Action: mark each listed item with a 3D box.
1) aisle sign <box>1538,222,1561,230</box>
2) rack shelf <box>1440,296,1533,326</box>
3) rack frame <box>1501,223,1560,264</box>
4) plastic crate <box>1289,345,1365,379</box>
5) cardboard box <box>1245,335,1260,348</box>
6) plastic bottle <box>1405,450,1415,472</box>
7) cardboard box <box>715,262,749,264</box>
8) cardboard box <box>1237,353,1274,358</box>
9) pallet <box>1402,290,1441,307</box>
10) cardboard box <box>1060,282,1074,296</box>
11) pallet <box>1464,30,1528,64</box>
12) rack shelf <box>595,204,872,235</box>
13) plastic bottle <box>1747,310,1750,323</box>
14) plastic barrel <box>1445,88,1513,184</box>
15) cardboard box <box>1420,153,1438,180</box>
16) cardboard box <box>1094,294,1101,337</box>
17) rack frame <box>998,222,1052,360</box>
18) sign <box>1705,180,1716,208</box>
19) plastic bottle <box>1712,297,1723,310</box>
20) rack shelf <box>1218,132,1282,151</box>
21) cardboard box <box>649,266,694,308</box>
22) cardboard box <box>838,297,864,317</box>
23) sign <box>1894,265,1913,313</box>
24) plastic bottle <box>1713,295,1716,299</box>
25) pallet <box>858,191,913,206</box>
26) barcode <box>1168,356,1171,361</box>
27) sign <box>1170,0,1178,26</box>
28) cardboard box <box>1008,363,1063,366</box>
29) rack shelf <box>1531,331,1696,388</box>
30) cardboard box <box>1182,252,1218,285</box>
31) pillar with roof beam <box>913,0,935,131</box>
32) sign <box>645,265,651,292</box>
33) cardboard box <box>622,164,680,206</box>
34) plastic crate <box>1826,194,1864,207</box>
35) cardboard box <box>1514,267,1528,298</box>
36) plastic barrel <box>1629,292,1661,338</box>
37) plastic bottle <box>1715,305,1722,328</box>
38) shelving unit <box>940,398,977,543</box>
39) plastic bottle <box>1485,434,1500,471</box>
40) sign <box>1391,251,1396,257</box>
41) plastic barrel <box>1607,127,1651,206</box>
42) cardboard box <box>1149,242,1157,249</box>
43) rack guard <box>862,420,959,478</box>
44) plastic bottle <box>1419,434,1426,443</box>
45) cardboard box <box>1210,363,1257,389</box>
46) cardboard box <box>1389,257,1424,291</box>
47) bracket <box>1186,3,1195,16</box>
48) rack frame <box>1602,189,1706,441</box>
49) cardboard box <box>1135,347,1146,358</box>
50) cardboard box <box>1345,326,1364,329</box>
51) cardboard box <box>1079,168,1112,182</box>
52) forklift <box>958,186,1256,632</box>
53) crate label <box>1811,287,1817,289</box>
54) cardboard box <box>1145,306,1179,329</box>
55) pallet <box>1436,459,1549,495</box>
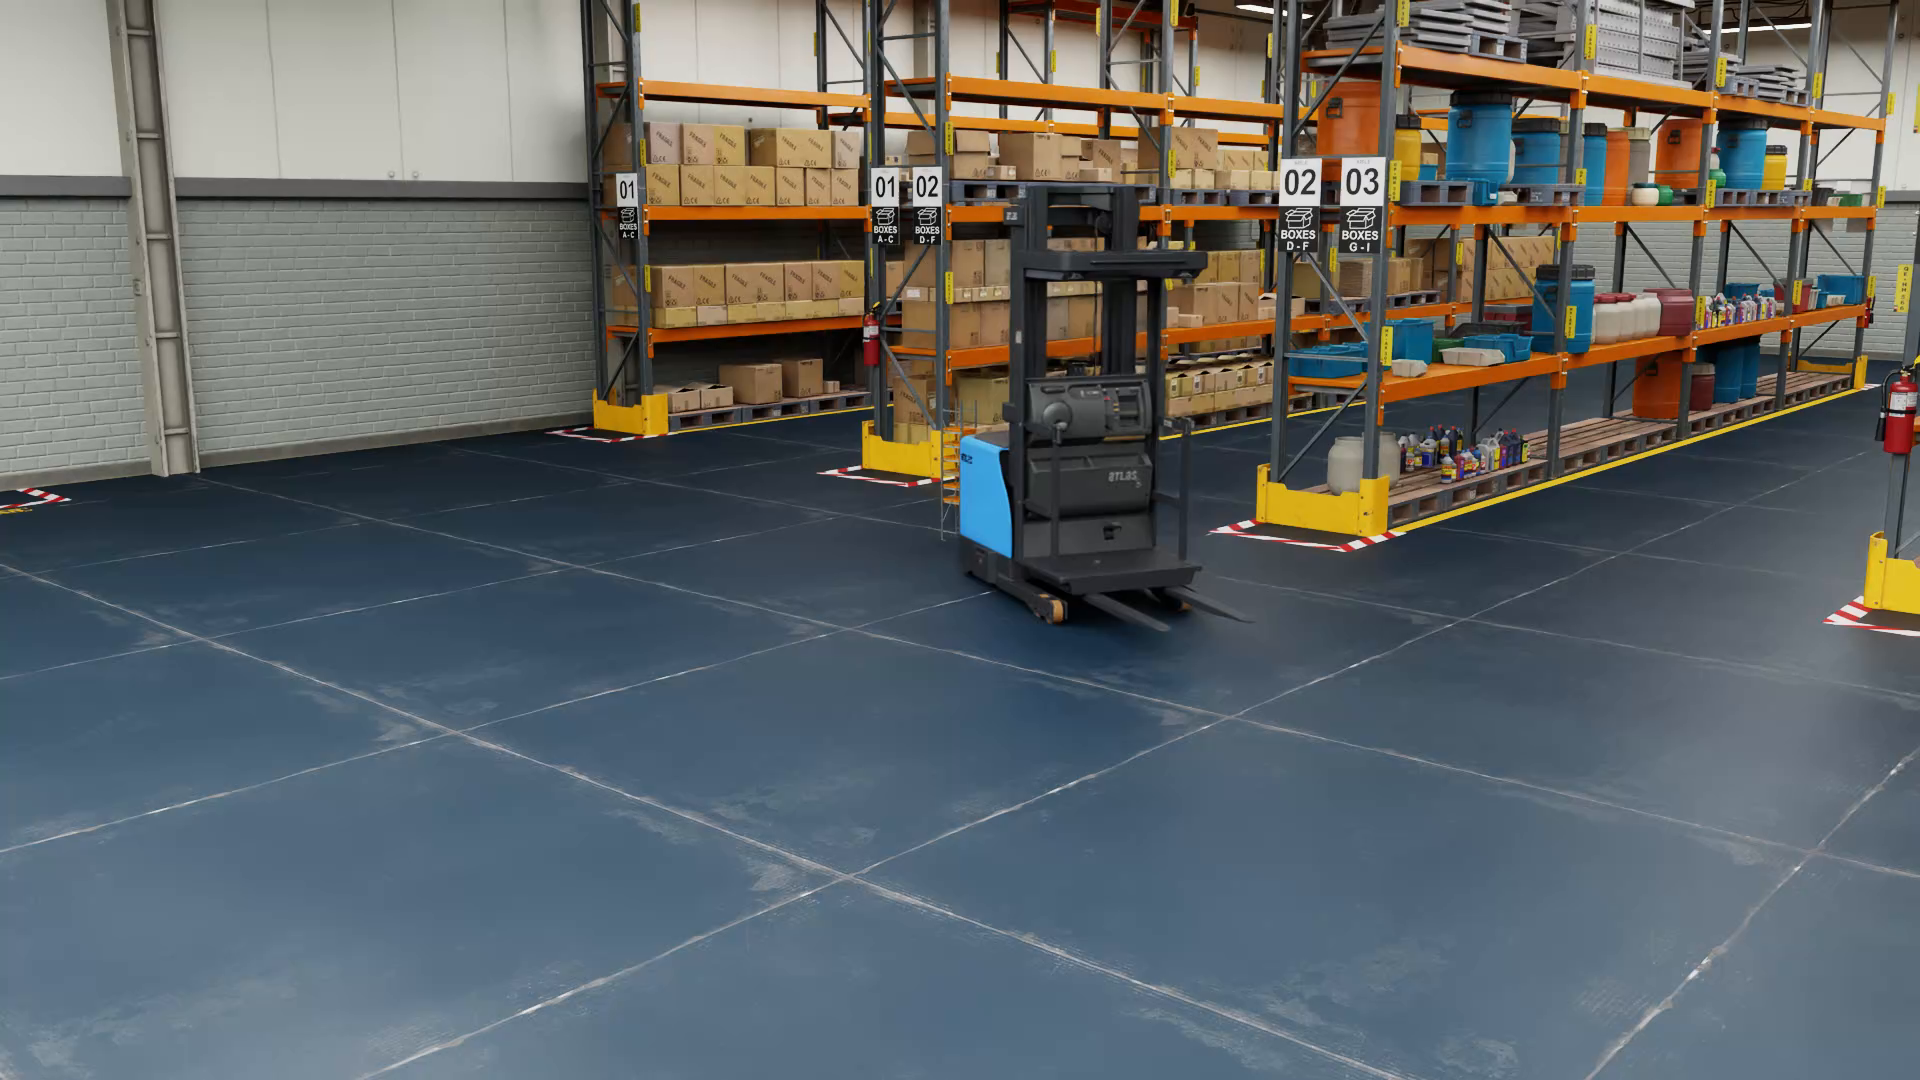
[{"bbox_3d":[10.314,-5.816,29.036,0.394,0.787,0.004,10,15,40],"label":"aisle sign"},{"bbox_3d":[8.718,-3.924,28.036,1.077,0.370,4.000,10,15,40],"label":"rack shelf"},{"bbox_3d":[10.038,-4.571,29.439,1.000,3.000,0.127,10,15,40],"label":"rack frame"},{"bbox_3d":[3.301,-1.615,15.021,0.499,0.251,0.616,10,15,40],"label":"plastic crate"},{"bbox_3d":[5.266,-3.927,31.527,0.700,0.500,0.500,9,14,39],"label":"cardboard box"},{"bbox_3d":[4.463,-0.787,16.514,0.097,0.201,0.097,0,11,0],"label":"plastic bottle"},{"bbox_3d":[-3.085,-3.481,22.400,0.500,0.500,0.500,10,15,41],"label":"cardboard box"},{"bbox_3d":[4.191,-2.488,23.523,0.500,0.311,0.500,10,15,42],"label":"cardboard box"},{"bbox_3d":[6.788,-3.785,25.993,1.003,0.211,1.213,10,15,40],"label":"pallet"},{"bbox_3d":[1.086,-2.879,19.055,0.380,0.149,0.250,10,15,42],"label":"cardboard box"},{"bbox_3d":[4.507,-4.513,15.332,1.003,0.211,1.213,10,15,40],"label":"pallet"},{"bbox_3d":[-2.927,-4.269,22.107,1.077,0.370,4.000,10,15,40],"label":"rack shelf"},{"bbox_3d":[10.380,-2.976,21.960,0.097,0.201,0.097,0,11,0],"label":"plastic bottle"},{"bbox_3d":[5.098,-3.955,16.342,0.600,0.901,0.708,10,15,40],"label":"plastic barrel"},{"bbox_3d":[7.010,-5.693,25.814,0.600,0.600,0.600,8,14,35],"label":"cardboard box"},{"bbox_3d":[1.486,-2.710,19.866,0.700,0.500,0.500,10,15,40],"label":"cardboard box"},{"bbox_3d":[1.034,-4.034,26.750,1.000,3.000,0.127,10,15,40],"label":"rack frame"},{"bbox_3d":[8.894,-4.103,19.702,0.100,0.325,0.005,10,15,40],"label":"sign"},{"bbox_3d":[9.825,-2.978,21.587,0.144,0.351,0.185,10,15,40],"label":"plastic bottle"},{"bbox_3d":[4.995,-7.310,30.692,1.077,0.370,4.000,10,15,40],"label":"rack shelf"},{"bbox_3d":[-3.706,-3.192,20.953,0.500,0.500,0.500,10,15,40],"label":"cardboard box"},{"bbox_3d":[-1.691,-3.273,23.271,0.500,0.250,0.500,10,15,40],"label":"cardboard box"},{"bbox_3d":[6.512,-1.733,11.467,0.100,0.325,0.005,10,15,40],"label":"sign"},{"bbox_3d":[10.554,-3.286,23.301,0.061,0.283,0.133,10,15,40],"label":"plastic bottle"},{"bbox_3d":[-1.119,-4.901,23.914,1.213,0.211,1.003,10,15,40],"label":"pallet"},{"bbox_3d":[2.598,-2.250,20.626,0.001,0.075,0.075,10,15,40],"label":"barcode"},{"bbox_3d":[2.518,-6.208,19.527,0.100,0.325,0.005,10,15,40],"label":"sign"},{"bbox_3d":[0.916,-1.856,19.878,0.500,0.500,0.500,10,15,40],"label":"cardboard box"},{"bbox_3d":[7.156,-2.106,18.934,1.077,0.370,4.000,10,15,40],"label":"rack shelf"},{"bbox_3d":[4.045,-4.847,30.056,0.980,0.700,0.700,10,15,41],"label":"cardboard box"},{"bbox_3d":[2.760,-6.340,22.978,9.100,9.000,0.400,10,15,40],"label":"pillar with roof beam"},{"bbox_3d":[-3.839,-3.211,20.421,0.100,0.325,0.005,10,15,40],"label":"sign"},{"bbox_3d":[-3.838,-4.404,20.636,0.500,0.500,0.500,10,15,42],"label":"cardboard box"},{"bbox_3d":[13.320,-5.115,25.045,0.450,0.188,0.336,10,15,40],"label":"plastic crate"},{"bbox_3d":[9.274,-4.370,28.175,0.500,0.500,0.500,10,15,41],"label":"cardboard box"},{"bbox_3d":[7.957,-2.629,19.430,0.421,0.512,0.421,0,11,0],"label":"plastic barrel"},{"bbox_3d":[9.585,-2.834,21.038,0.061,0.283,0.133,10,15,40],"label":"plastic bottle"},{"bbox_3d":[-0.010,-0.586,14.083,0.258,1.200,0.189,10,15,40],"label":"shelving unit"},{"bbox_3d":[5.287,-0.874,16.566,0.144,0.351,0.185,10,15,40],"label":"plastic bottle"},{"bbox_3d":[6.985,-4.476,26.753,0.100,0.325,0.005,10,15,40],"label":"sign"},{"bbox_3d":[7.771,-4.377,19.529,0.600,0.901,0.600,0,11,0],"label":"plastic barrel"},{"bbox_3d":[3.213,-5.019,28.702,0.500,0.250,0.500,10,15,42],"label":"cardboard box"},{"bbox_3d":[-0.539,-0.988,17.880,1.175,0.500,0.348,10,15,40],"label":"rack guard"},{"bbox_3d":[4.726,-0.936,17.053,0.061,0.283,0.133,11,15,43],"label":"plastic bottle"},{"bbox_3d":[3.591,-2.193,22.049,0.500,0.311,0.500,10,15,42],"label":"cardboard box"},{"bbox_3d":[6.917,-4.197,26.237,0.700,0.500,0.500,4,12,21],"label":"cardboard box"},{"bbox_3d":[4.027,-9.559,29.908,0.235,0.232,0.430,10,15,40],"label":"bracket"},{"bbox_3d":[8.476,-2.753,20.337,1.000,3.000,0.127,10,15,40],"label":"rack frame"},{"bbox_3d":[2.758,-3.531,28.646,0.750,0.750,0.750,10,15,42],"label":"cardboard box"},{"bbox_3d":[6.235,-3.153,25.685,0.500,0.250,0.500,10,15,40],"label":"cardboard box"},{"bbox_3d":[1.526,-4.215,19.210,0.380,0.149,0.250,10,15,40],"label":"cardboard box"},{"bbox_3d":[1.002,-0.957,11.521,1.130,2.935,3.031,-4,12,-21],"label":"forklift"},{"bbox_3d":[13.346,-3.884,26.271,0.416,0.233,0.303,10,15,40],"label":"crate label"},{"bbox_3d":[2.409,-2.810,21.005,0.500,0.250,0.500,11,16,44],"label":"cardboard box"},{"bbox_3d":[5.361,-0.704,17.196,1.003,0.211,1.213,10,15,40],"label":"pallet"}]
